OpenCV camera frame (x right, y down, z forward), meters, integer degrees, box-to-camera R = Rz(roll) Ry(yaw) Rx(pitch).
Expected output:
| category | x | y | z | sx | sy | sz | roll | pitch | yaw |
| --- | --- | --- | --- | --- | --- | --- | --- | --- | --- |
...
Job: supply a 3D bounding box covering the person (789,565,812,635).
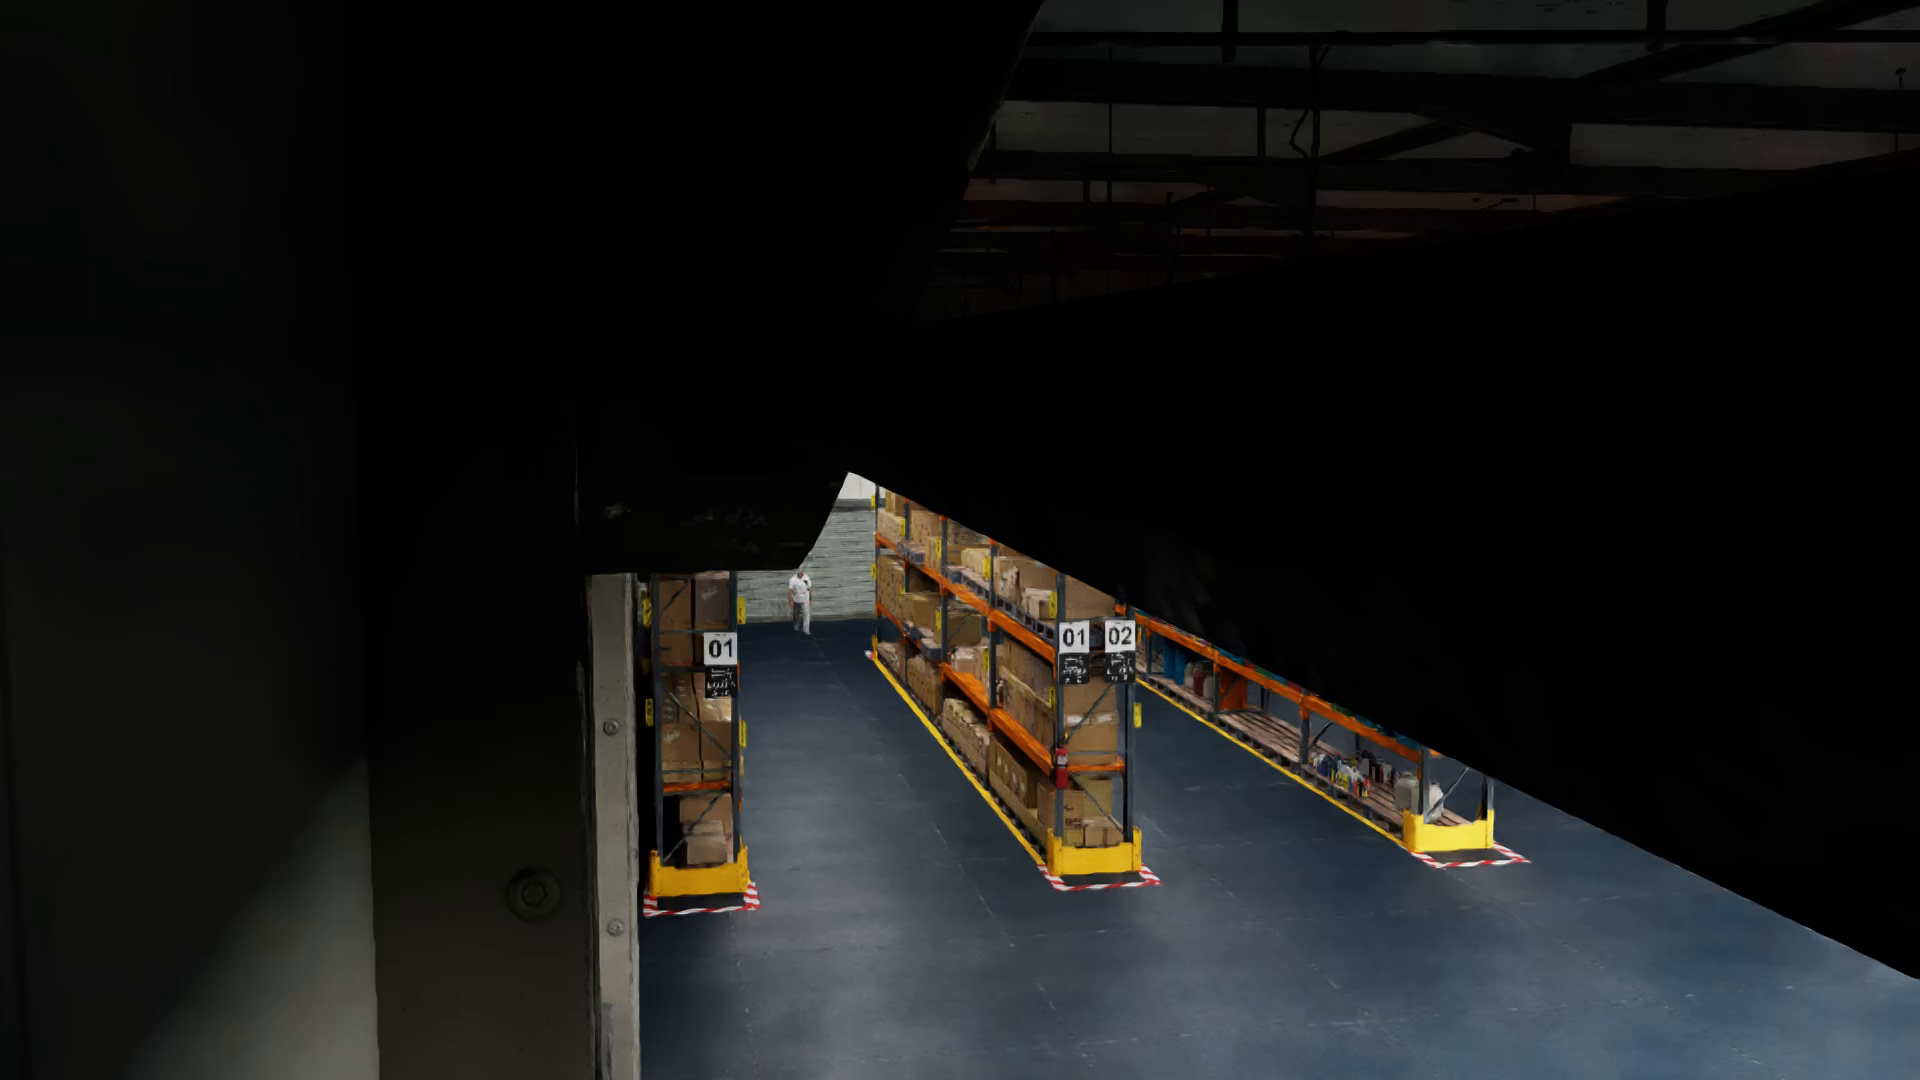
| category | x | y | z | sx | sy | sz | roll | pitch | yaw |
| --- | --- | --- | --- | --- | --- | --- | --- | --- | --- |
| person | -3.815 | 1.410 | 39.677 | 0.542 | 1.675 | 1.126 | -1 | 6 | -8 |
